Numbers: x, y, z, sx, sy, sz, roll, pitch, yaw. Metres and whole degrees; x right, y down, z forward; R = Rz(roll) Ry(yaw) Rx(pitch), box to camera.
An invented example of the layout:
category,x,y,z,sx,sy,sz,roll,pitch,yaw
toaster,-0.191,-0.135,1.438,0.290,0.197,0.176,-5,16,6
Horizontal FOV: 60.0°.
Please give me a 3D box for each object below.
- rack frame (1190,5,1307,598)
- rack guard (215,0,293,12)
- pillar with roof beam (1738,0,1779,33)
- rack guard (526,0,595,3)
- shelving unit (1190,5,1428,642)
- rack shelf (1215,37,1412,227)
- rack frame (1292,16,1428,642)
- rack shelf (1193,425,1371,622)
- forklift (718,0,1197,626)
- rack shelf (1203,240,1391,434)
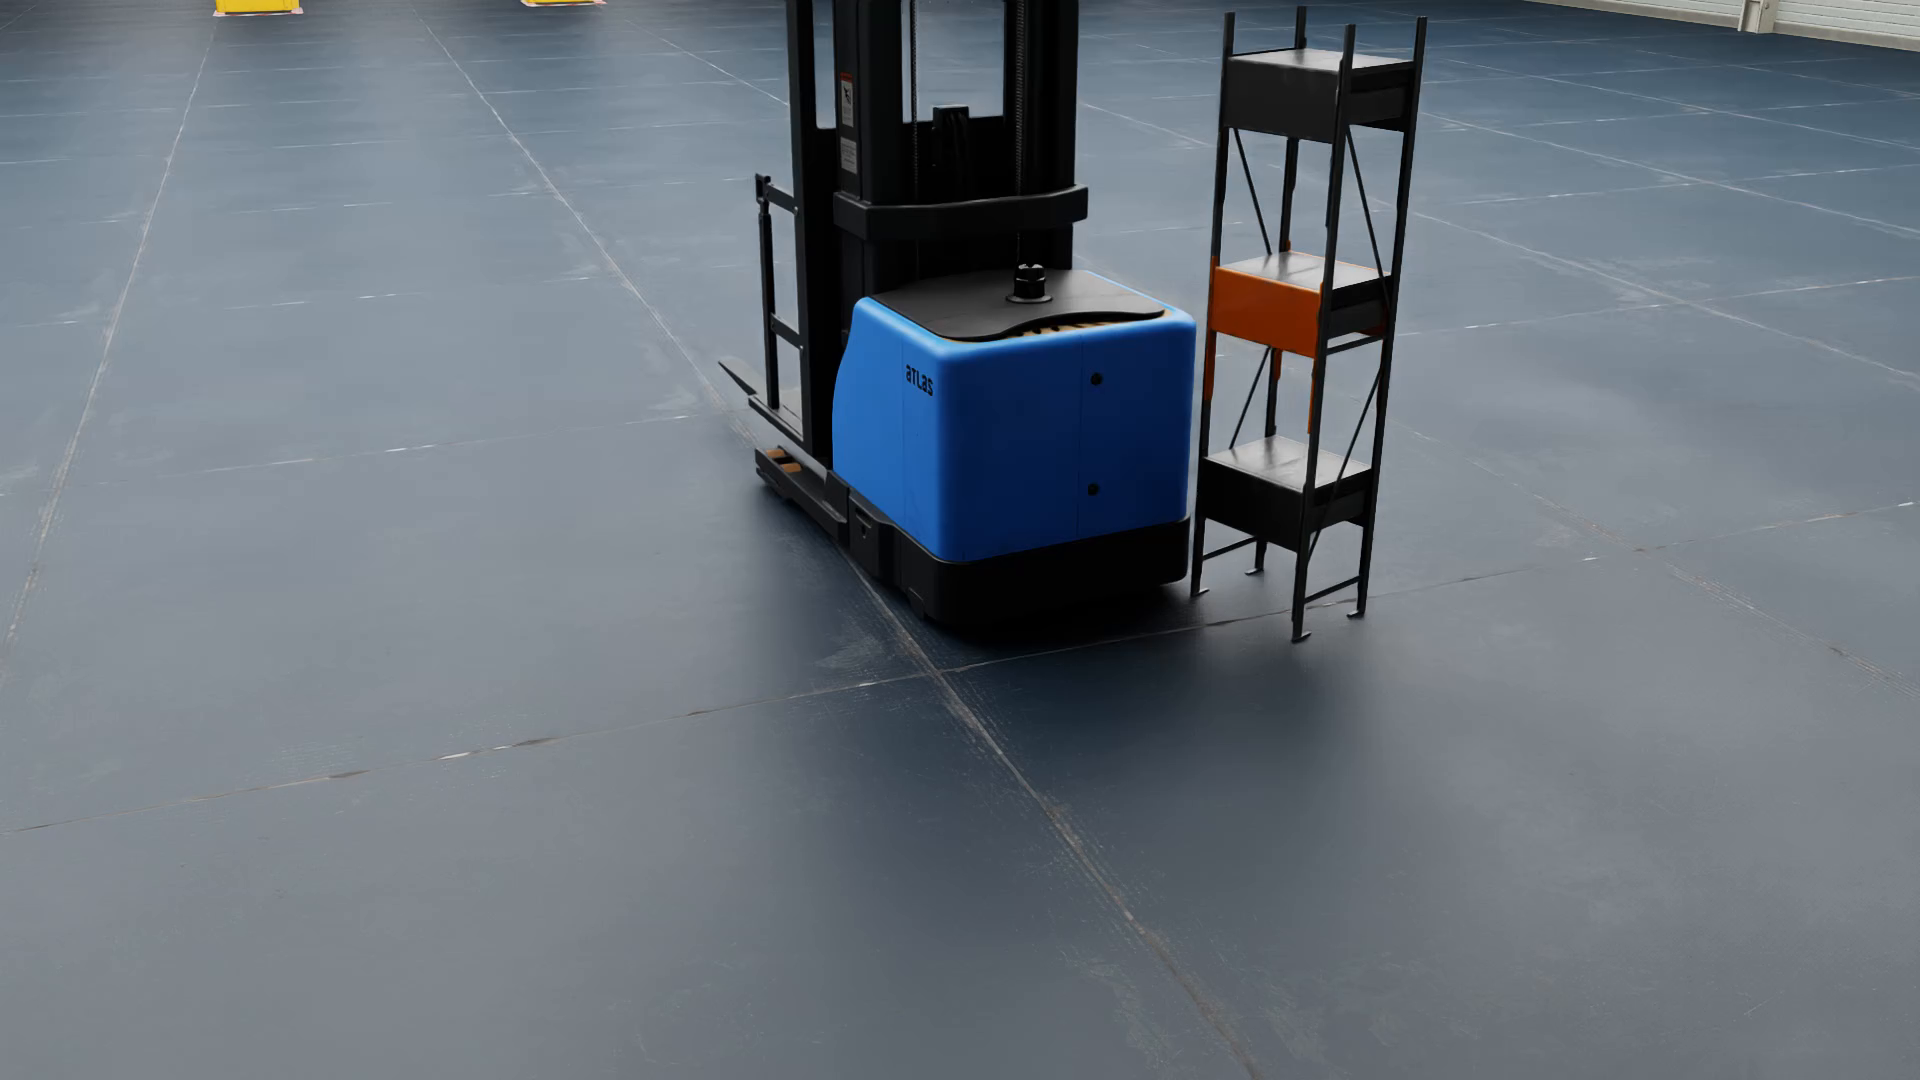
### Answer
category,x,y,z,sx,sy,sz,roll,pitch,yaw
rack frame,1.022,-0.803,5.950,0.400,2.100,0.015,-18,29,-36
rack guard,-11.699,-9.025,27.520,1.175,0.500,0.348,-8,24,-19
pillar with roof beam,7.728,-11.068,21.424,9.100,9.000,0.400,-8,24,-19
rack guard,-7.022,-9.712,29.148,1.175,0.500,0.348,-8,24,-19
shelving unit,1.179,-0.730,5.778,0.431,2.100,0.503,-18,29,-36
rack shelf,1.179,-1.362,5.511,0.431,0.518,0.480,-18,29,-36
rack frame,1.335,-0.657,5.605,0.400,2.100,0.015,-18,29,-36
rack shelf,1.179,-0.072,6.055,0.431,0.518,0.480,-18,29,-36
forklift,-0.244,-1.584,6.735,1.130,2.935,3.031,-11,25,-24
rack shelf,1.179,-0.717,5.783,0.431,0.518,0.480,-18,29,-36
